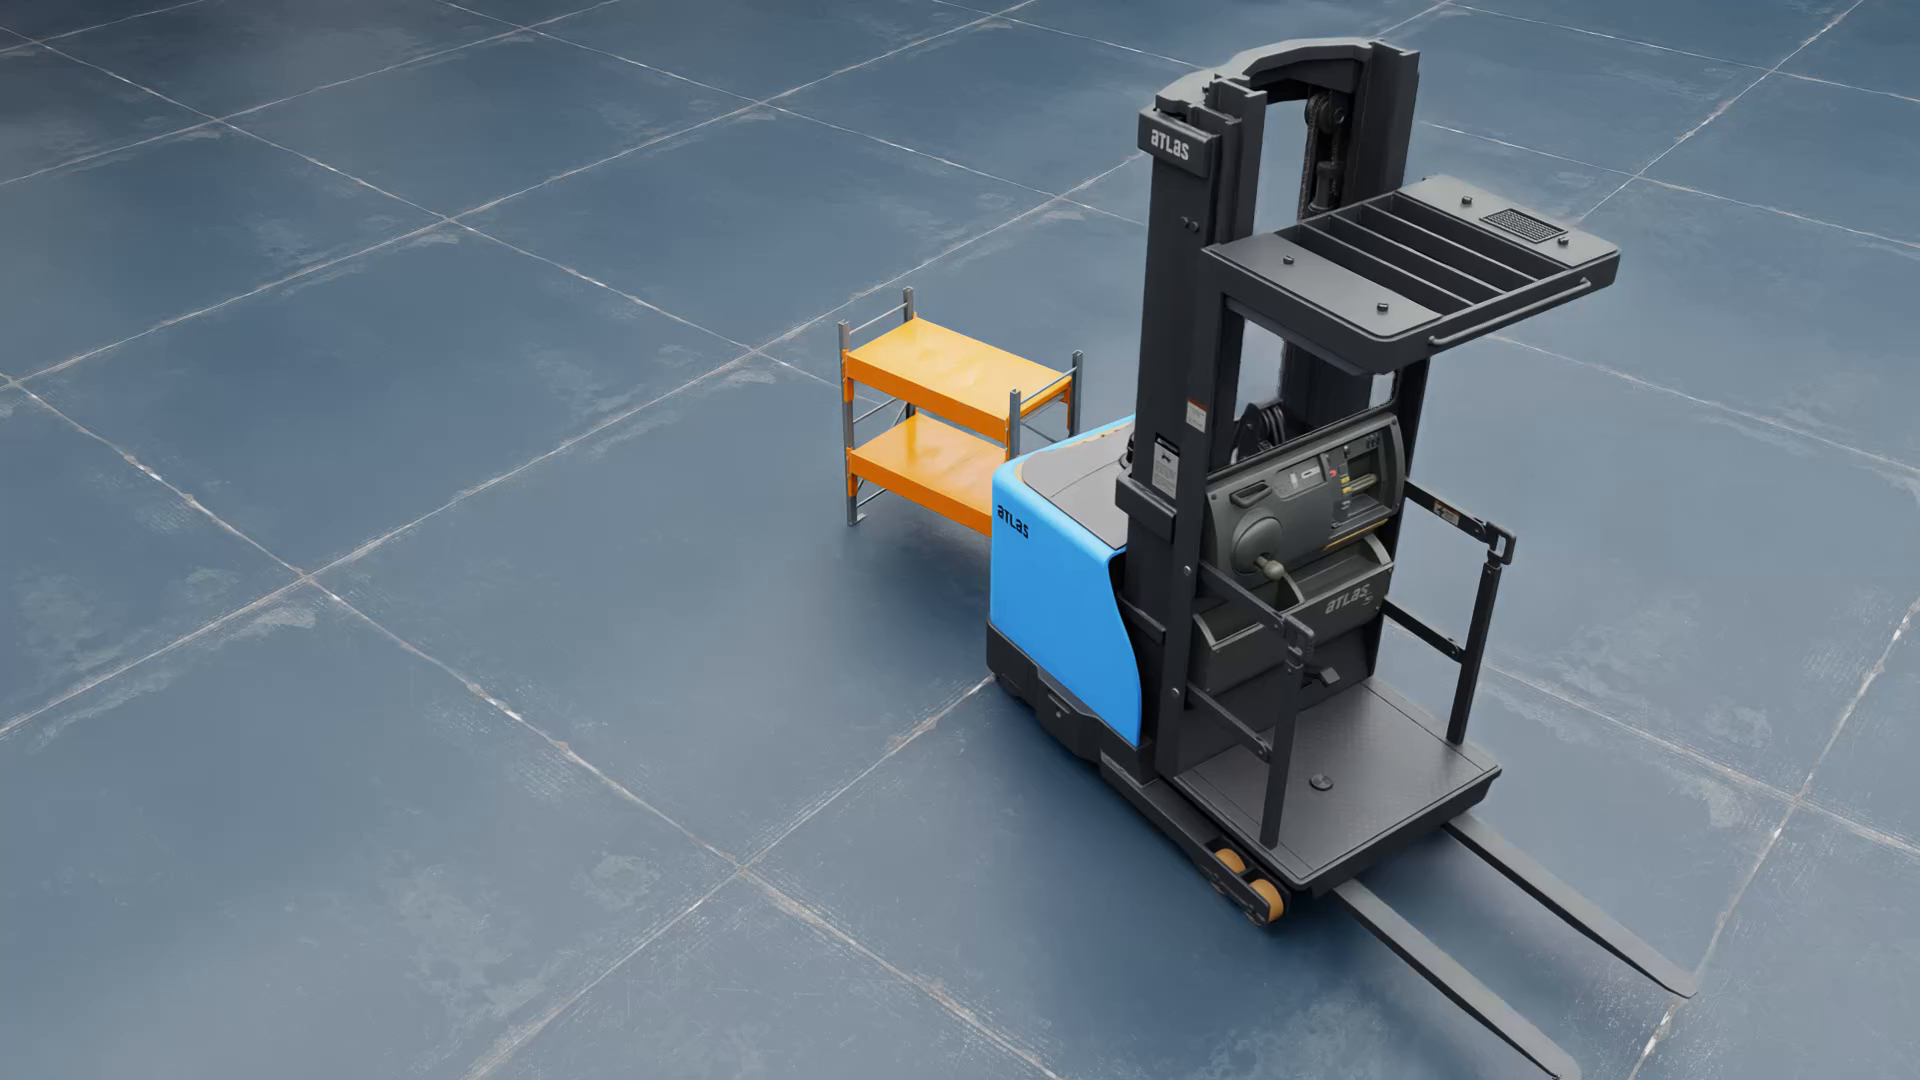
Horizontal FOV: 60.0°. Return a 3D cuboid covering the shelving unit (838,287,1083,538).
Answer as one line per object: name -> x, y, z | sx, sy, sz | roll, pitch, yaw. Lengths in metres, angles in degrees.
shelving unit -> -0.005, -0.466, 7.935 | 1.048, 1.125, 0.538 | 25, 42, 32

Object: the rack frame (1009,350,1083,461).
rack frame -> 0.385, -0.282, 7.667 | 0.032, 1.125, 0.500 | 25, 42, 32

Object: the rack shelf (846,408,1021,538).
rack shelf -> -0.005, -0.265, 8.074 | 1.000, 0.278, 0.538 | 25, 42, 32

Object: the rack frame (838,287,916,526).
rack frame -> -0.396, -0.650, 8.203 | 0.032, 1.125, 0.500 | 25, 42, 32

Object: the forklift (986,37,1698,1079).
forklift -> 1.368, -0.094, 5.797 | 1.130, 2.935, 3.031 | -21, 40, -28

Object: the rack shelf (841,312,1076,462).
rack shelf -> -0.005, -0.707, 7.769 | 1.000, 0.278, 0.538 | 25, 42, 32
